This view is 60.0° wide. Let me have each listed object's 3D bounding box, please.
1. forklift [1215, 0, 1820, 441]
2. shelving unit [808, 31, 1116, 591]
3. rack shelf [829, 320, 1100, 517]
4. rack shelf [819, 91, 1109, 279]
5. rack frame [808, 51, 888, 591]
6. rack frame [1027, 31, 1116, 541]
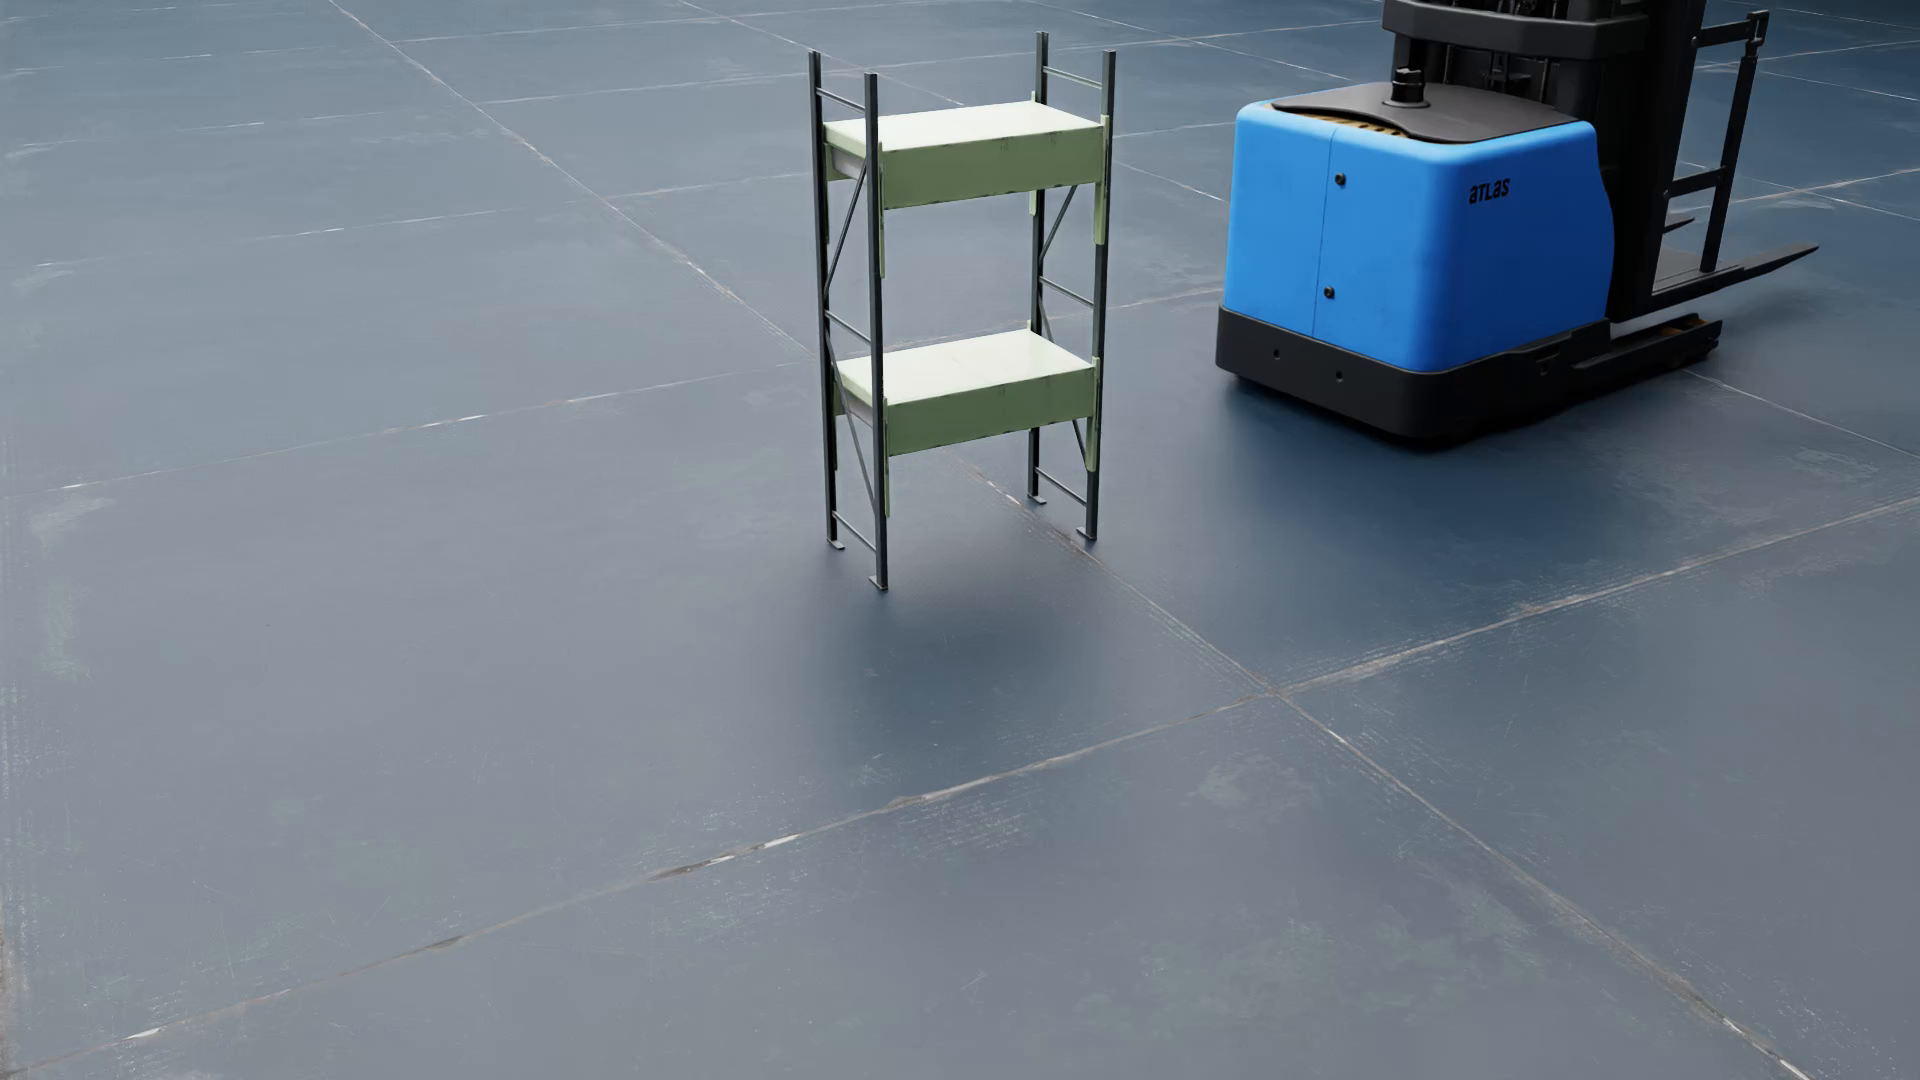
[{"bbox_3d":[2.480,-2.171,6.386,3.031,2.935,1.130,-18,31,-33],"label":"forklift"},{"bbox_3d":[0.006,-0.677,4.928,0.755,1.500,0.431,-13,29,-25],"label":"shelving unit"},{"bbox_3d":[0.006,-0.384,5.069,0.720,0.370,0.431,-13,29,-25],"label":"rack shelf"},{"bbox_3d":[0.006,-1.029,4.759,0.720,0.370,0.431,-13,29,-25],"label":"rack shelf"},{"bbox_3d":[-0.317,-0.603,4.773,0.023,1.500,0.400,-13,29,-25],"label":"rack frame"},{"bbox_3d":[0.329,-0.752,5.083,0.023,1.500,0.400,-13,29,-25],"label":"rack frame"}]
